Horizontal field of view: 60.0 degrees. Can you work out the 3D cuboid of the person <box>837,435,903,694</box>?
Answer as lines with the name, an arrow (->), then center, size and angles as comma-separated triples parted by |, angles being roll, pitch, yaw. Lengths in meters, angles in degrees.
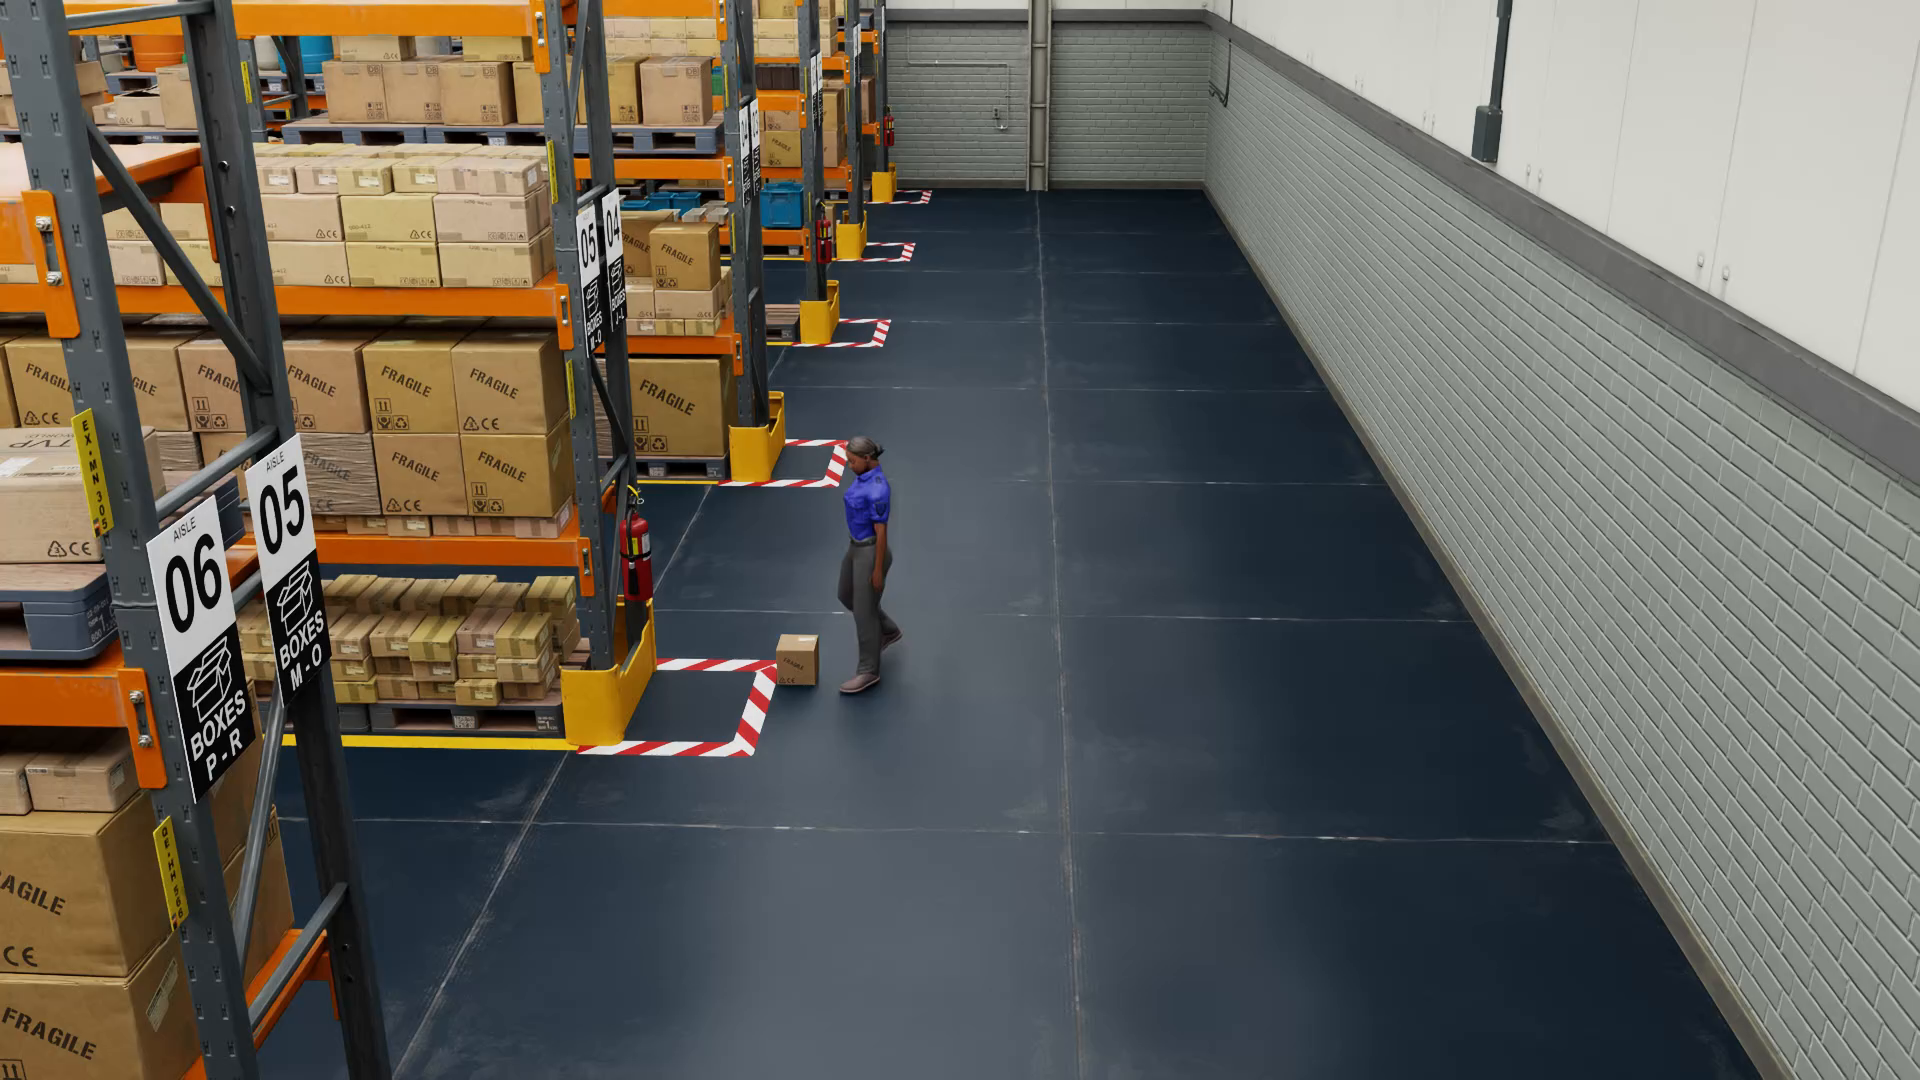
person -> -0.587, 0.117, 10.767 | 0.523, 1.654, 0.541 | -6, 22, -14
